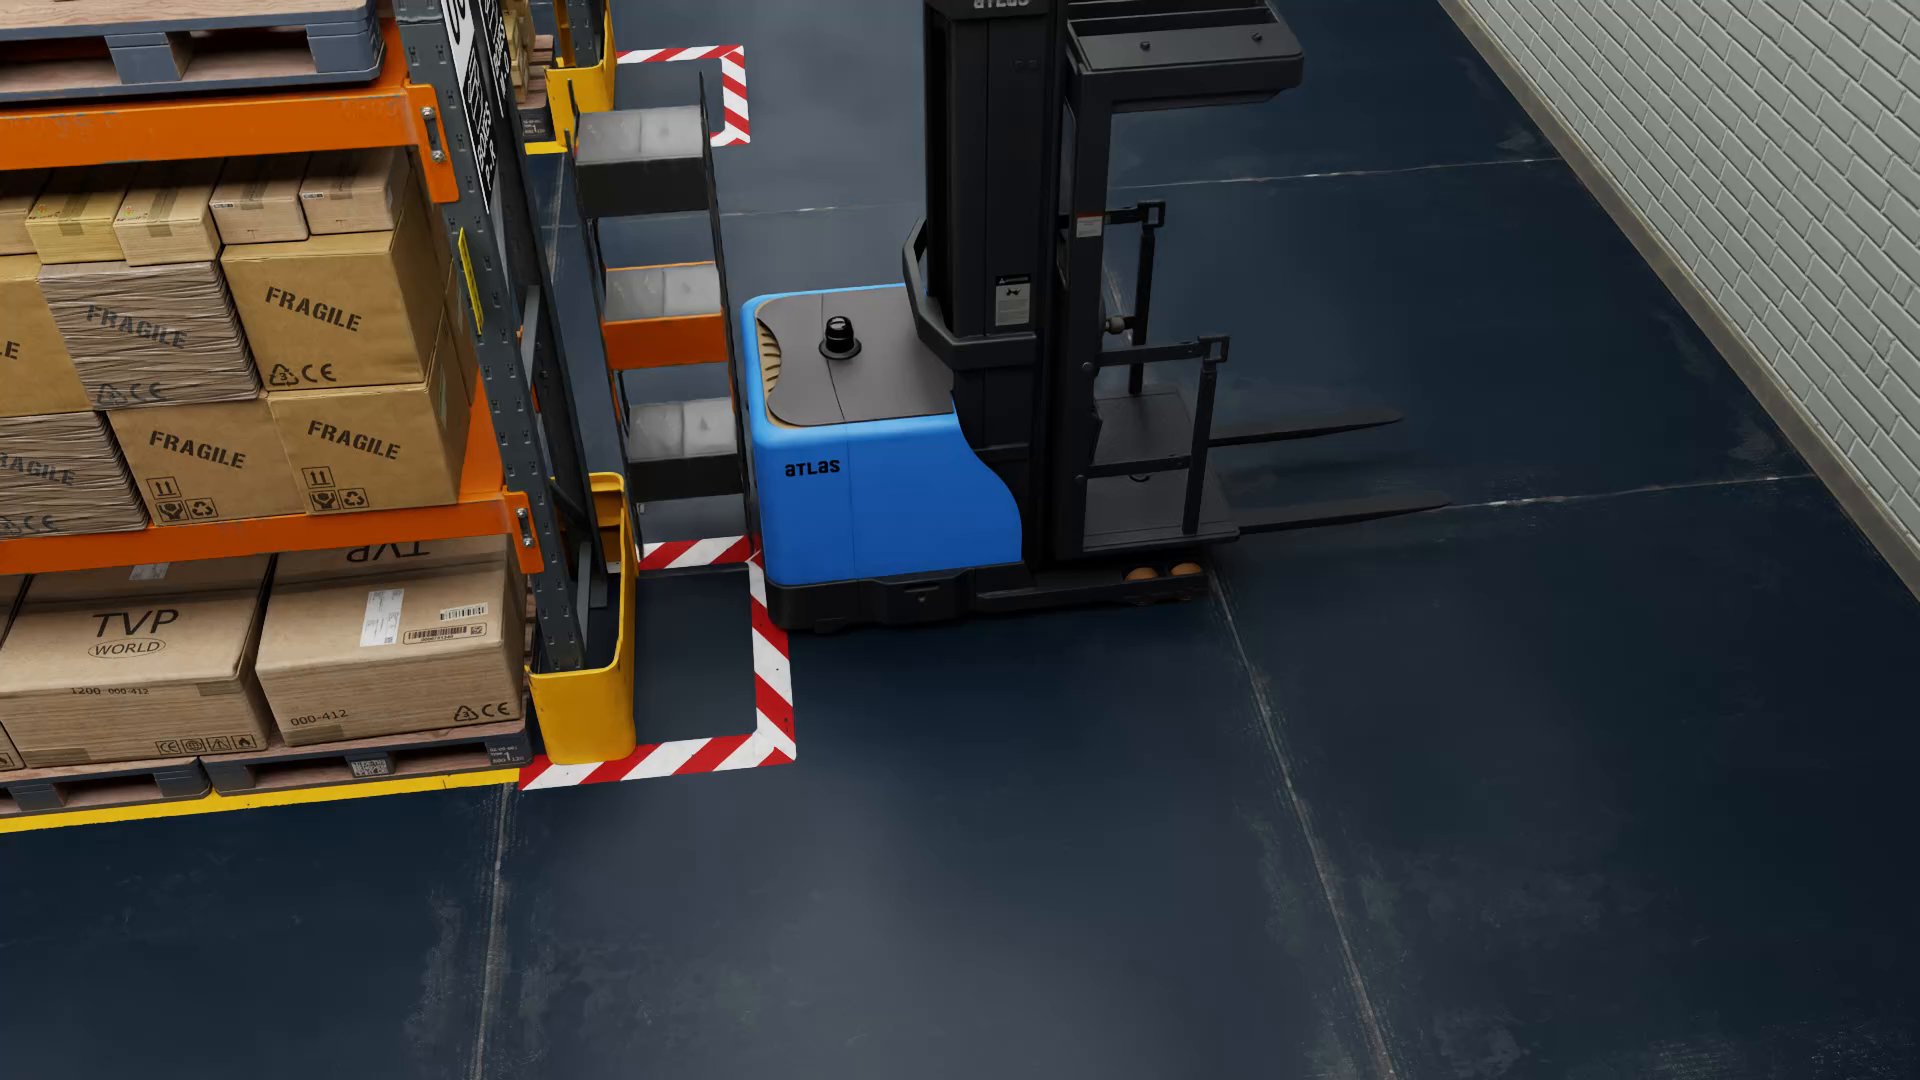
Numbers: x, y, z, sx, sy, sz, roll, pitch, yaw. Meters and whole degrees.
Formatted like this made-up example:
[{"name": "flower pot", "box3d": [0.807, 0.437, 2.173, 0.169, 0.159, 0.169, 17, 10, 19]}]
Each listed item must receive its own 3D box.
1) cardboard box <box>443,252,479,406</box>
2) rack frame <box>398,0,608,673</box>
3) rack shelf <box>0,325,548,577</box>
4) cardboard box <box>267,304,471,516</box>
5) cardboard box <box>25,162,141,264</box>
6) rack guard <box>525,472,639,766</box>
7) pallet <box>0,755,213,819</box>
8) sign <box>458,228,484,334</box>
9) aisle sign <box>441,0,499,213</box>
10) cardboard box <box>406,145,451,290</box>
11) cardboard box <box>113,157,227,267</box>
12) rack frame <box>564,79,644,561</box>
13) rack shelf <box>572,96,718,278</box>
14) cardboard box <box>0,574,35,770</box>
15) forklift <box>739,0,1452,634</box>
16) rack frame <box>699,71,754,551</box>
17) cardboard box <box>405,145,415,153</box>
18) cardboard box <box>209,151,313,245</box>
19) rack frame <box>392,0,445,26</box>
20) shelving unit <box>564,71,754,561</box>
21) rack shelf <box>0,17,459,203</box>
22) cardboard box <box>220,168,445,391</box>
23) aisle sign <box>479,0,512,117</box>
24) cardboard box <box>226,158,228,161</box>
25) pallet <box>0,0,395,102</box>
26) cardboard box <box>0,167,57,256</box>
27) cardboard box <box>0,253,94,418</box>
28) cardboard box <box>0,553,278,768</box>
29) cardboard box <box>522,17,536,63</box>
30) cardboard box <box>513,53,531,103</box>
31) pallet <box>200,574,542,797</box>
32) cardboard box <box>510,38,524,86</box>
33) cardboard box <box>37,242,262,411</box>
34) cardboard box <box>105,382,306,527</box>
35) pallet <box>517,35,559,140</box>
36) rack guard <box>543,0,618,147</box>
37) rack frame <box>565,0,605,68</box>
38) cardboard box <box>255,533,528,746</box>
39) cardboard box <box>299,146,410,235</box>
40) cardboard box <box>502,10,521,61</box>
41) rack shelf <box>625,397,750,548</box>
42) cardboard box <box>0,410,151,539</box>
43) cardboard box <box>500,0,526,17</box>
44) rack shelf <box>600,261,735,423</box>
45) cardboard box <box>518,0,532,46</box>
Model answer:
[{"name": "cardboard box", "box3d": [-2.055, -0.816, 6.055, 0.500, 0.500, 0.500, -5, 42, -6]}, {"name": "rack frame", "box3d": [-1.542, -0.630, 5.924, 0.127, 3.000, 1.000, -5, 42, -6]}, {"name": "rack shelf", "box3d": [-3.525, -0.189, 5.972, 4.000, 0.370, 1.077, -5, 42, -6]}, {"name": "cardboard box", "box3d": [-1.986, -0.449, 5.649, 0.500, 0.500, 0.500, -5, 42, -5]}, {"name": "cardboard box", "box3d": [-2.621, -1.004, 5.033, 0.250, 0.149, 0.380, -4, 42, -5]}, {"name": "rack guard", "box3d": [-1.518, 0.296, 6.763, 0.348, 0.500, 1.175, -5, 42, -6]}, {"name": "pallet", "box3d": [-3.532, 0.631, 6.608, 1.213, 0.211, 1.003, -5, 42, -6]}, {"name": "sign", "box3d": [-1.485, -0.786, 5.056, 0.005, 0.325, 0.100, -5, 42, -6]}, {"name": "aisle sign", "box3d": [-1.430, -1.395, 4.832, 0.004, 0.787, 0.394, -5, 42, -6]}, {"name": "cardboard box", "box3d": [-2.055, -1.186, 5.719, 0.500, 0.500, 0.500, -6, 42, -6]}, {"name": "cardboard box", "box3d": [-2.365, -0.999, 5.027, 0.250, 0.149, 0.380, -5, 42, -6]}, {"name": "rack frame", "box3d": [-1.437, -0.821, 6.807, 0.015, 2.100, 0.400, -5, 42, -6]}, {"name": "rack shelf", "box3d": [-1.197, -1.353, 6.371, 0.480, 0.518, 0.431, -5, 42, -6]}, {"name": "cardboard box", "box3d": [-3.984, 0.452, 6.324, 0.875, 0.438, 0.875, -6, 42, -7]}, {"name": "forklift", "box3d": [0.622, -1.154, 6.556, 3.031, 2.935, 1.130, -6, 42, -7]}, {"name": "rack frame", "box3d": [-0.954, -0.865, 6.855, 0.015, 2.100, 0.400, -5, 42, -6]}, {"name": "cardboard box", "box3d": [-1.930, -1.432, 5.508, 0.250, 0.149, 0.380, -4, 42, -5]}, {"name": "cardboard box", "box3d": [-2.120, -1.077, 5.114, 0.250, 0.149, 0.380, -4, 42, -5]}, {"name": "rack frame", "box3d": [-1.542, -2.857, 3.914, 0.127, 3.000, 1.000, -5, 42, -6]}, {"name": "shelving unit", "box3d": [-1.196, -0.843, 6.831, 0.503, 2.100, 0.431, -5, 42, -6]}, {"name": "rack shelf", "box3d": [-3.525, -1.303, 4.967, 4.000, 0.370, 1.077, -5, 42, -6]}, {"name": "cardboard box", "box3d": [-1.989, -0.838, 5.334, 0.500, 0.500, 0.500, -4, 42, -4]}, {"name": "aisle sign", "box3d": [-1.508, -1.794, 5.273, 0.004, 0.787, 0.394, -5, 42, -6]}, {"name": "cardboard box", "box3d": [-2.566, -1.136, 5.664, 0.500, 0.500, 0.500, -6, 42, -7]}, {"name": "pallet", "box3d": [-2.276, -1.639, 4.870, 1.213, 0.211, 1.003, -5, 42, -6]}, {"name": "cardboard box", "box3d": [-2.889, -1.028, 5.060, 0.250, 0.149, 0.380, -5, 42, -6]}, {"name": "cardboard box", "box3d": [-2.994, -0.732, 5.216, 0.500, 0.500, 0.500, -5, 42, -6]}, {"name": "cardboard box", "box3d": [-3.090, 0.375, 6.410, 0.875, 0.438, 0.875, -4, 42, -4]}, {"name": "cardboard box", "box3d": [-2.845, -3.173, 10.558, 0.250, 0.149, 0.380, -4, 42, -5]}, {"name": "cardboard box", "box3d": [-2.779, -2.822, 10.169, 0.250, 0.149, 0.380, -4, 42, -5]}, {"name": "pallet", "box3d": [-2.325, 0.527, 6.723, 1.213, 0.211, 1.003, -5, 42, -6]}, {"name": "cardboard box", "box3d": [-2.770, -2.881, 10.012, 0.250, 0.149, 0.380, -6, 42, -7]}, {"name": "cardboard box", "box3d": [-2.503, -0.773, 5.262, 0.500, 0.500, 0.500, -5, 42, -5]}, {"name": "cardboard box", "box3d": [-2.485, -0.416, 5.612, 0.500, 0.500, 0.500, -6, 42, -6]}, {"name": "pallet", "box3d": [-3.169, -2.819, 10.433, 1.213, 0.211, 1.003, -5, 42, -6]}, {"name": "rack guard", "box3d": [-2.359, -2.974, 10.389, 0.348, 0.500, 1.175, -5, 42, -6]}, {"name": "rack frame", "box3d": [-2.284, -3.908, 9.559, 0.127, 3.000, 1.000, -5, 42, -6]}, {"name": "cardboard box", "box3d": [-2.183, 0.289, 6.504, 0.875, 0.438, 0.875, -6, 42, -7]}, {"name": "cardboard box", "box3d": [-1.872, -1.115, 5.156, 0.250, 0.149, 0.380, -4, 42, -5]}, {"name": "cardboard box", "box3d": [-2.776, -3.012, 9.936, 0.250, 0.149, 0.380, -5, 42, -5]}, {"name": "rack shelf", "box3d": [-1.194, -0.313, 7.309, 0.480, 0.518, 0.431, -5, 42, -6]}, {"name": "cardboard box", "box3d": [-2.994, -0.364, 5.555, 0.500, 0.500, 0.500, -4, 42, -4]}, {"name": "cardboard box", "box3d": [-2.847, -3.407, 10.373, 0.250, 0.149, 0.380, -7, 42, -7]}, {"name": "rack shelf", "box3d": [-1.196, -0.833, 6.840, 0.480, 0.518, 0.431, -5, 42, -6]}, {"name": "cardboard box", "box3d": [-2.837, -3.241, 10.412, 0.250, 0.149, 0.380, -3, 42, -4]}]
